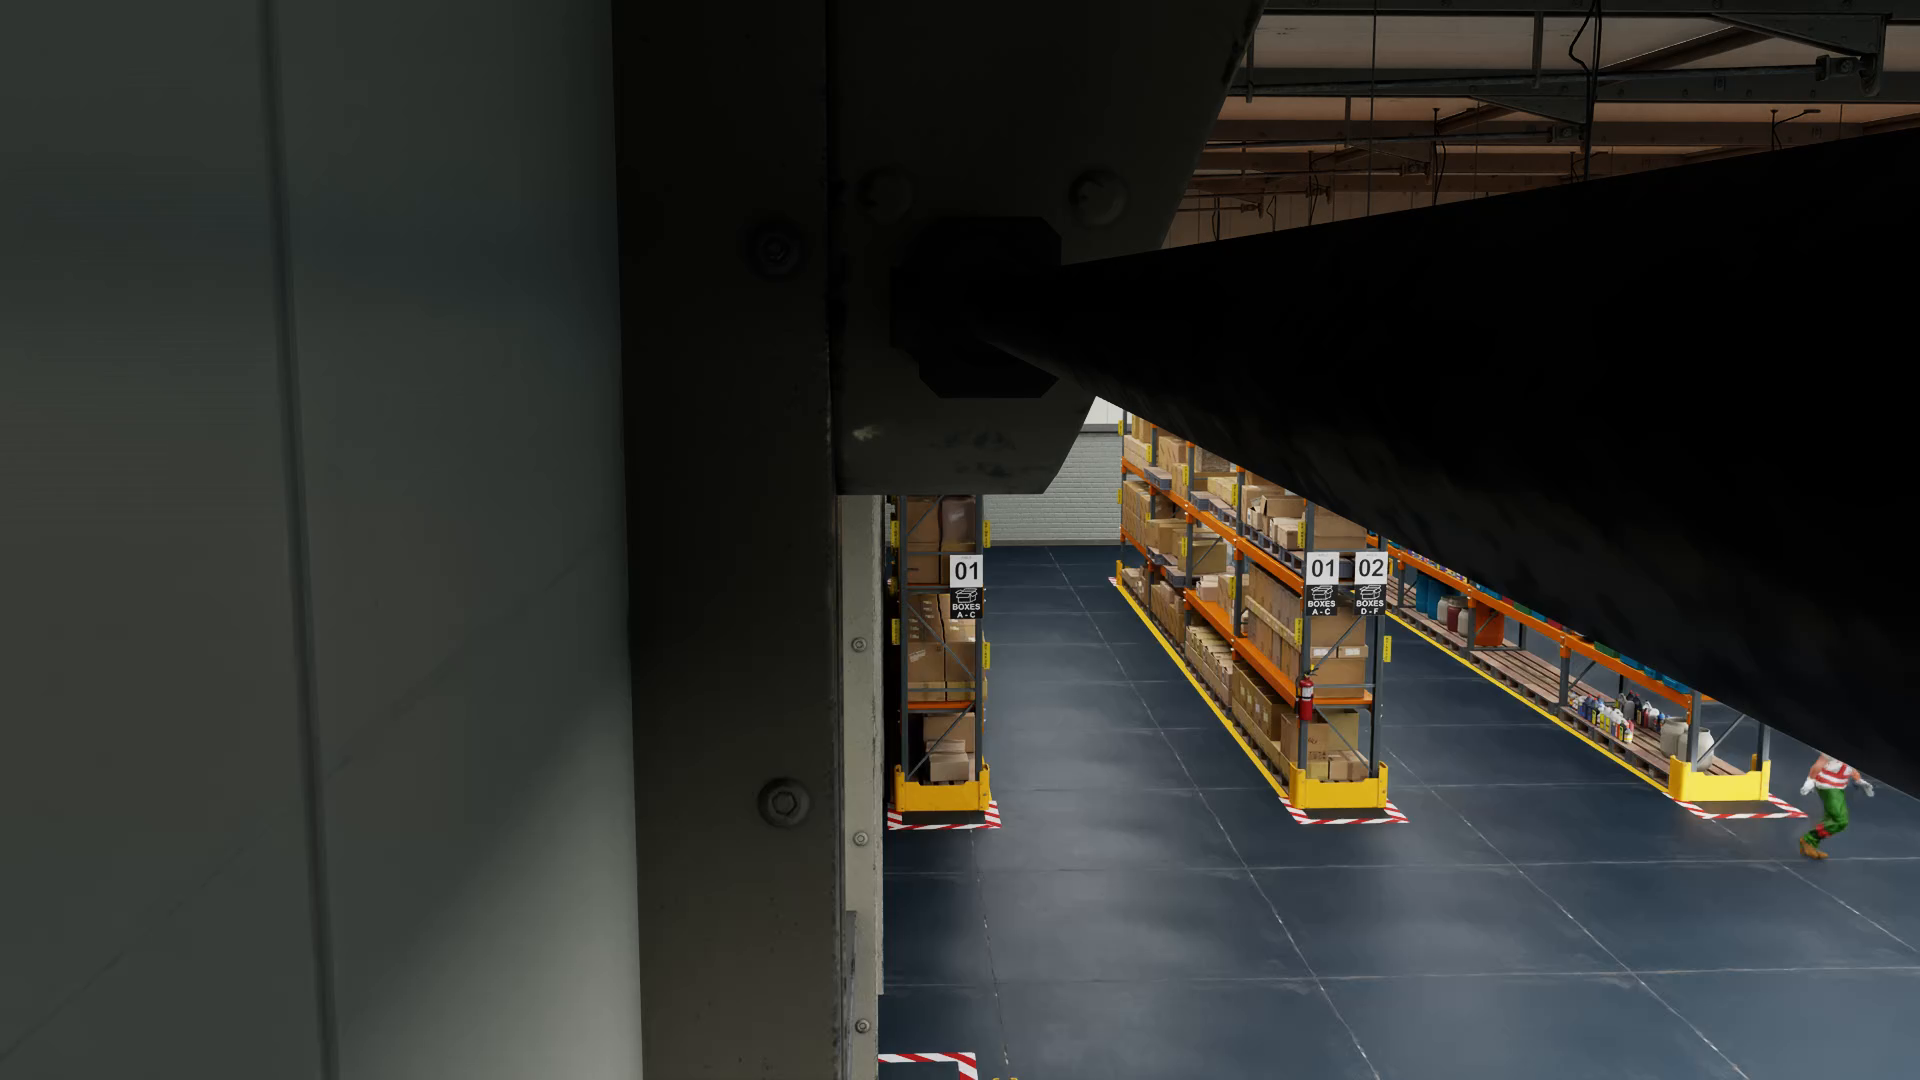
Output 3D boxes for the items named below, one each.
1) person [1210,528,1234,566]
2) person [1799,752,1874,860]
[{"bbox_3d":[5.799,0.113,36.038,0.753,1.759,1.103,0,8,-3],"label":"person"},{"bbox_3d":[9.784,2.753,18.576,0.645,1.696,0.649,-8,12,-44],"label":"person"}]
